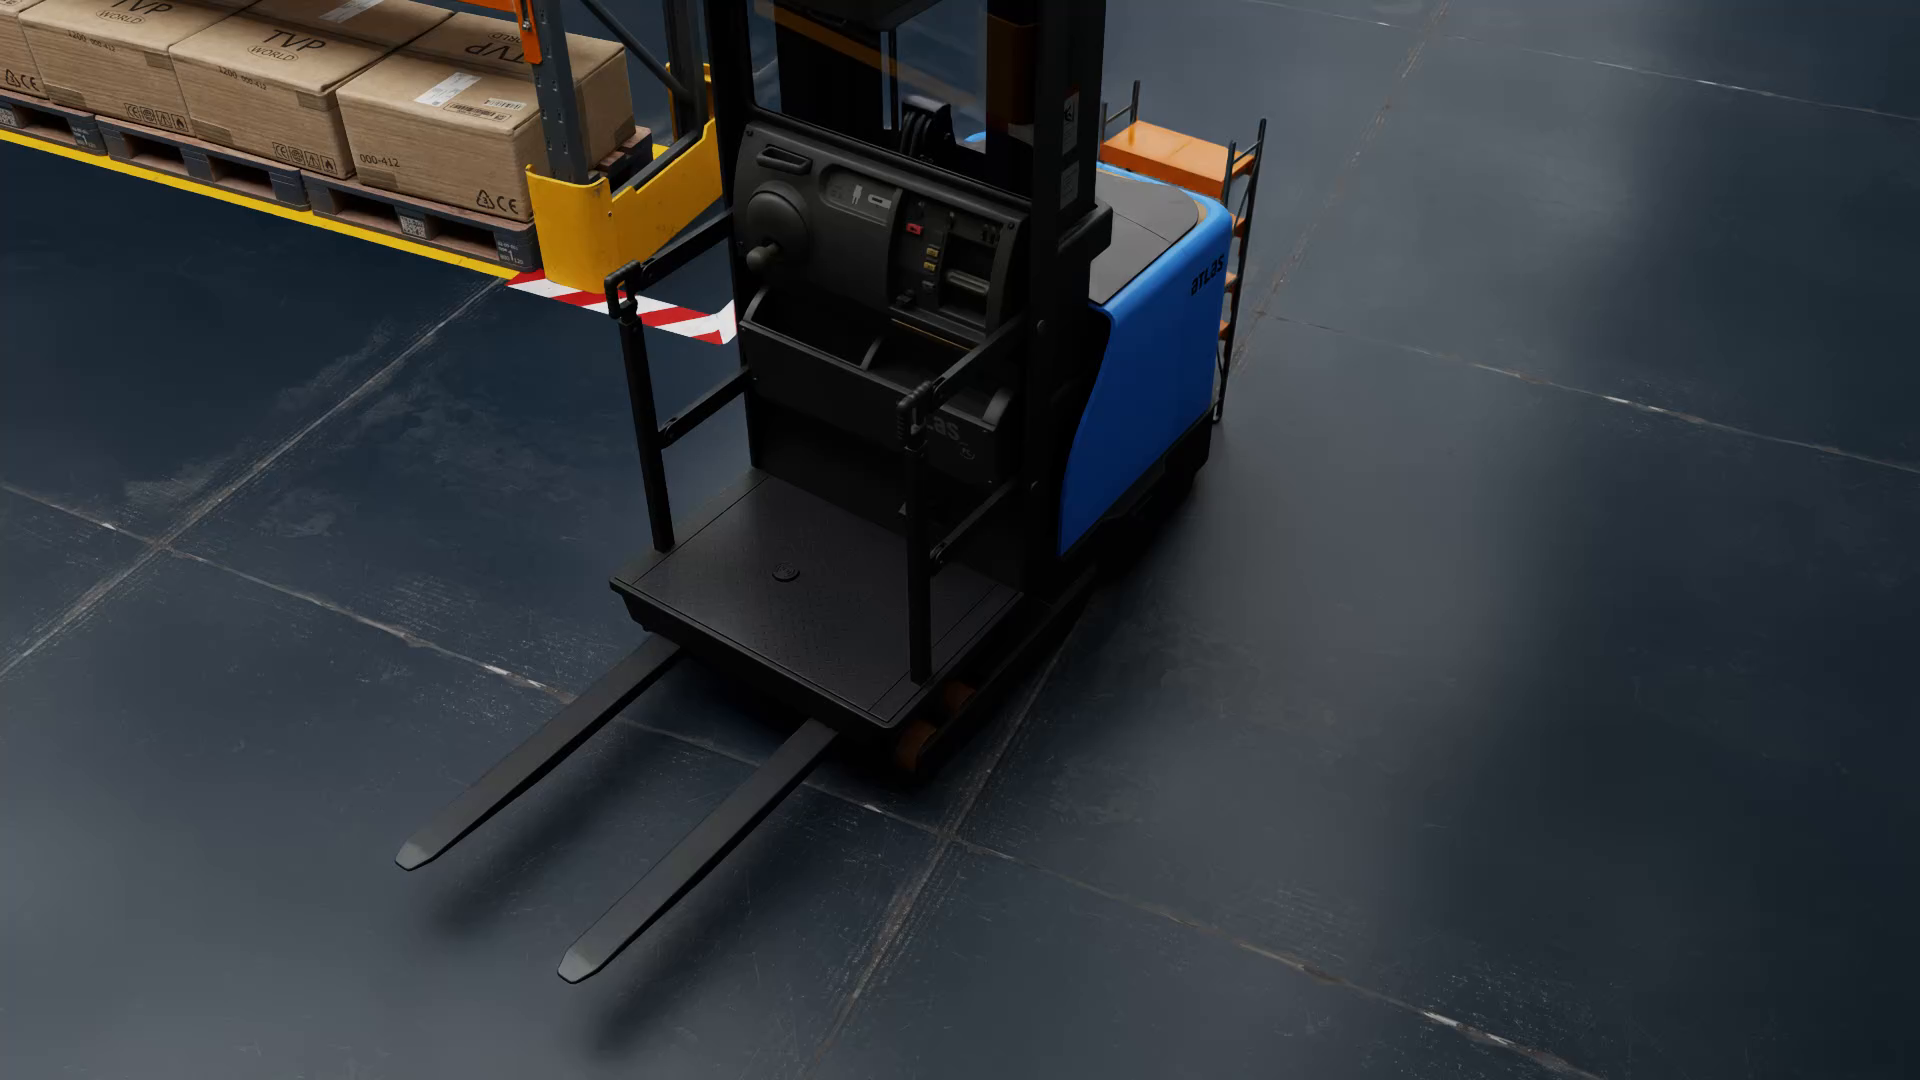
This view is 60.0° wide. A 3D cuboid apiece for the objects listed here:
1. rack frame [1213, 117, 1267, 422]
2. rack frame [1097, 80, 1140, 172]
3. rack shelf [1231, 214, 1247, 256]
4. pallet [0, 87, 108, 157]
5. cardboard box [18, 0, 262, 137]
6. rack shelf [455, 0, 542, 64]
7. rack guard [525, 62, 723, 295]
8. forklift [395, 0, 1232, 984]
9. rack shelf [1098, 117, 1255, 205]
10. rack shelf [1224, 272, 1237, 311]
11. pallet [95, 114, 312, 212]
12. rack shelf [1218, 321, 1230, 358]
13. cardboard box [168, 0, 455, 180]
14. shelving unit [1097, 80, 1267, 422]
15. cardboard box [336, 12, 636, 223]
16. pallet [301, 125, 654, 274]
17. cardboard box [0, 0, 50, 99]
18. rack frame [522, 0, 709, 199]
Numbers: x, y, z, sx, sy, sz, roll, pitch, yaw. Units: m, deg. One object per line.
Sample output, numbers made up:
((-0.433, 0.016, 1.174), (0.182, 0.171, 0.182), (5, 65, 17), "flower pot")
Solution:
((0.932, -0.879, 5.839), (0.015, 1.200, 0.240), (25, 44, 26), "rack frame")
((0.532, -1.063, 6.050), (0.015, 1.200, 0.240), (25, 44, 26), "rack frame")
((0.736, -1.093, 5.847), (0.480, 0.148, 0.258), (25, 44, 26), "rack shelf")
((-4.365, -2.341, 8.289), (1.213, 0.211, 1.003), (17, 44, 19), "pallet")
((-3.686, -2.357, 7.814), (0.875, 0.438, 0.875), (16, 43, 17), "cardboard box")
((-3.209, -2.826, 7.269), (4.000, 0.370, 1.077), (17, 44, 19), "rack shelf")
((-1.375, -1.592, 7.206), (0.348, 0.500, 1.175), (17, 44, 19), "rack guard")
((-0.363, -0.770, 4.401), (1.130, 2.935, 3.031), (25, 47, 26), "forklift")
((0.743, -1.277, 5.699), (0.480, 0.148, 0.258), (25, 44, 26), "rack shelf")
((0.730, -0.918, 5.987), (0.480, 0.148, 0.258), (25, 44, 26), "rack shelf")
((-3.256, -2.004, 7.900), (1.213, 0.211, 1.003), (17, 44, 19), "pallet")
((0.725, -0.763, 6.111), (0.480, 0.148, 0.258), (25, 44, 26), "rack shelf")
((-2.870, -2.106, 7.525), (0.875, 0.438, 0.875), (18, 44, 20), "cardboard box")
((0.732, -0.971, 5.945), (0.503, 1.200, 0.258), (25, 44, 26), "shelving unit")
((-2.037, -1.858, 7.238), (0.875, 0.438, 0.875), (16, 43, 17), "cardboard box")
((-2.154, -1.665, 7.510), (1.213, 0.211, 1.003), (17, 44, 19), "pallet")
((-4.498, -2.604, 8.100), (0.875, 0.438, 0.875), (16, 44, 18), "cardboard box")
((-1.396, -2.544, 6.394), (0.127, 3.000, 1.000), (17, 44, 19), "rack frame")
